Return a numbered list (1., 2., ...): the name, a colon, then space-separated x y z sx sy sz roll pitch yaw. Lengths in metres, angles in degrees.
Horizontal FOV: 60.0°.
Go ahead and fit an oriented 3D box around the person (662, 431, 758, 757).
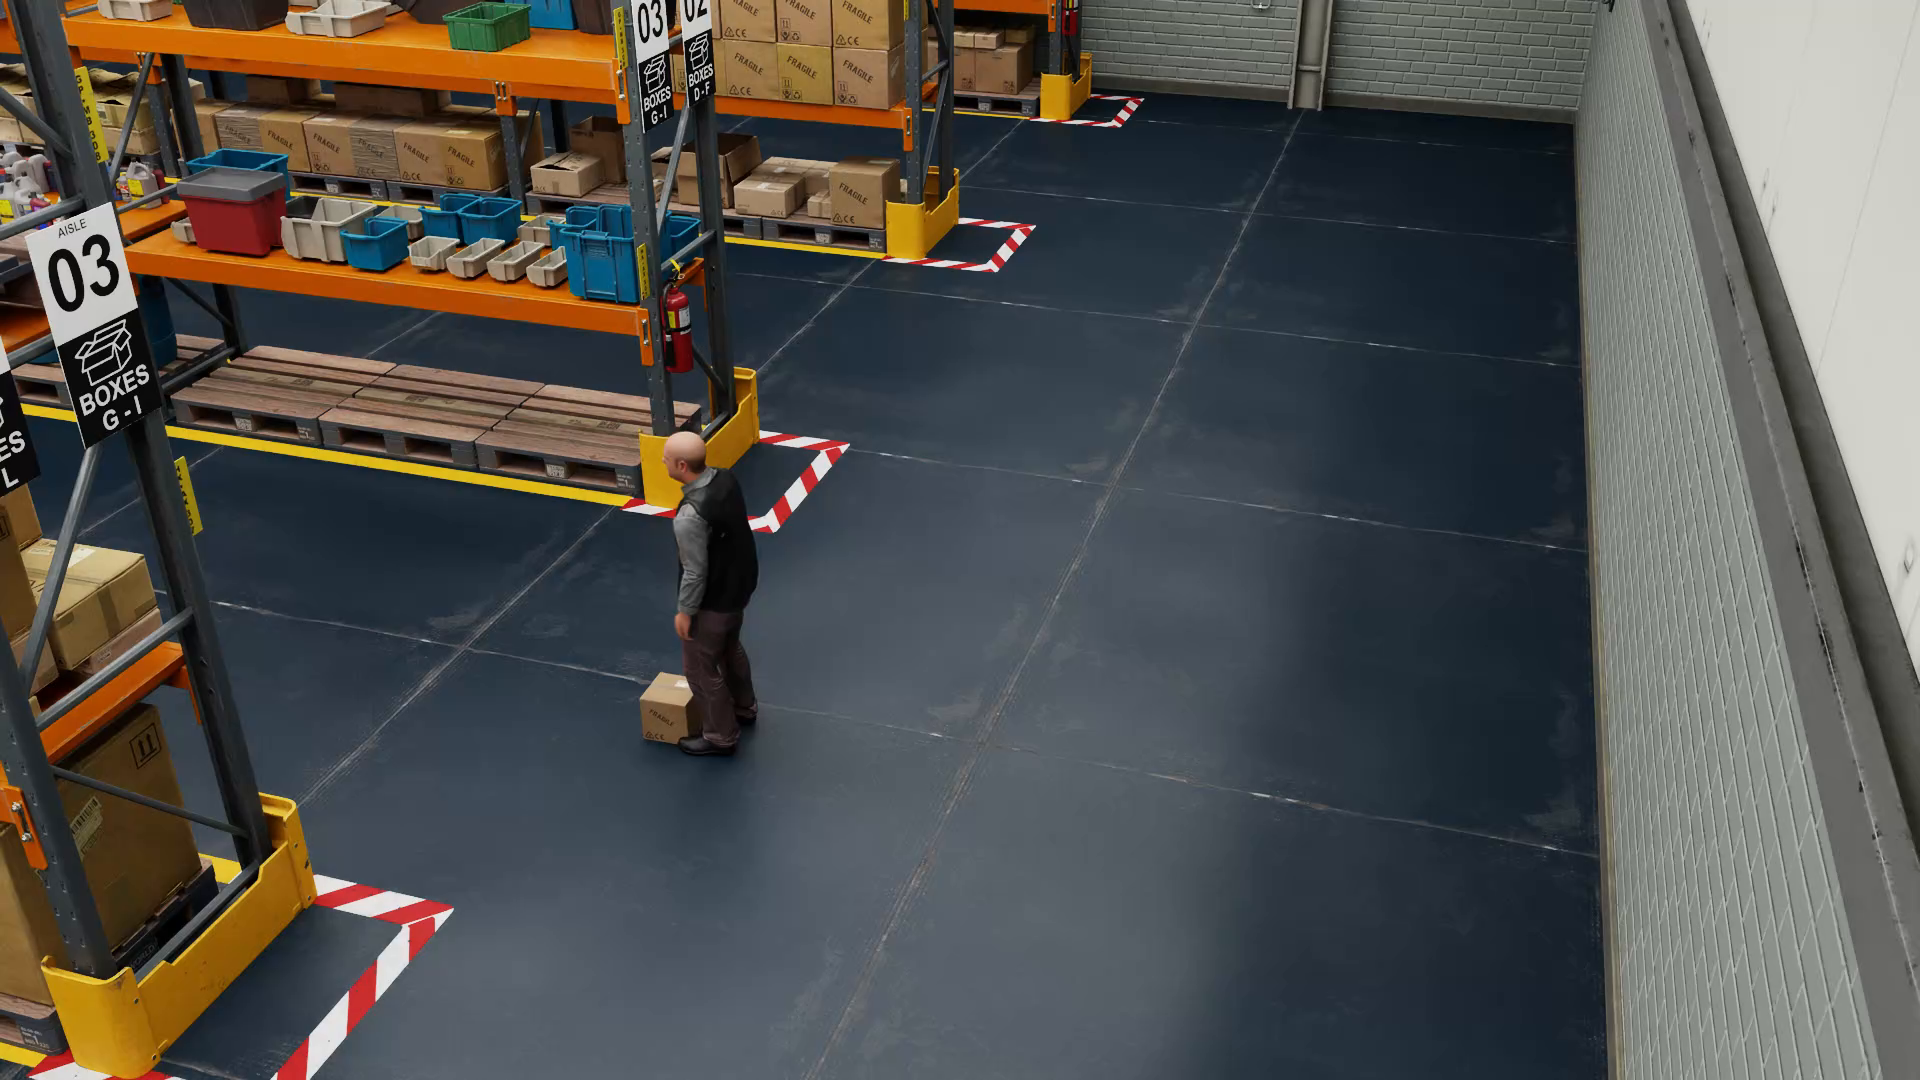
1. person: -1.192 0.260 8.063 0.417 1.722 0.593 7 30 12
